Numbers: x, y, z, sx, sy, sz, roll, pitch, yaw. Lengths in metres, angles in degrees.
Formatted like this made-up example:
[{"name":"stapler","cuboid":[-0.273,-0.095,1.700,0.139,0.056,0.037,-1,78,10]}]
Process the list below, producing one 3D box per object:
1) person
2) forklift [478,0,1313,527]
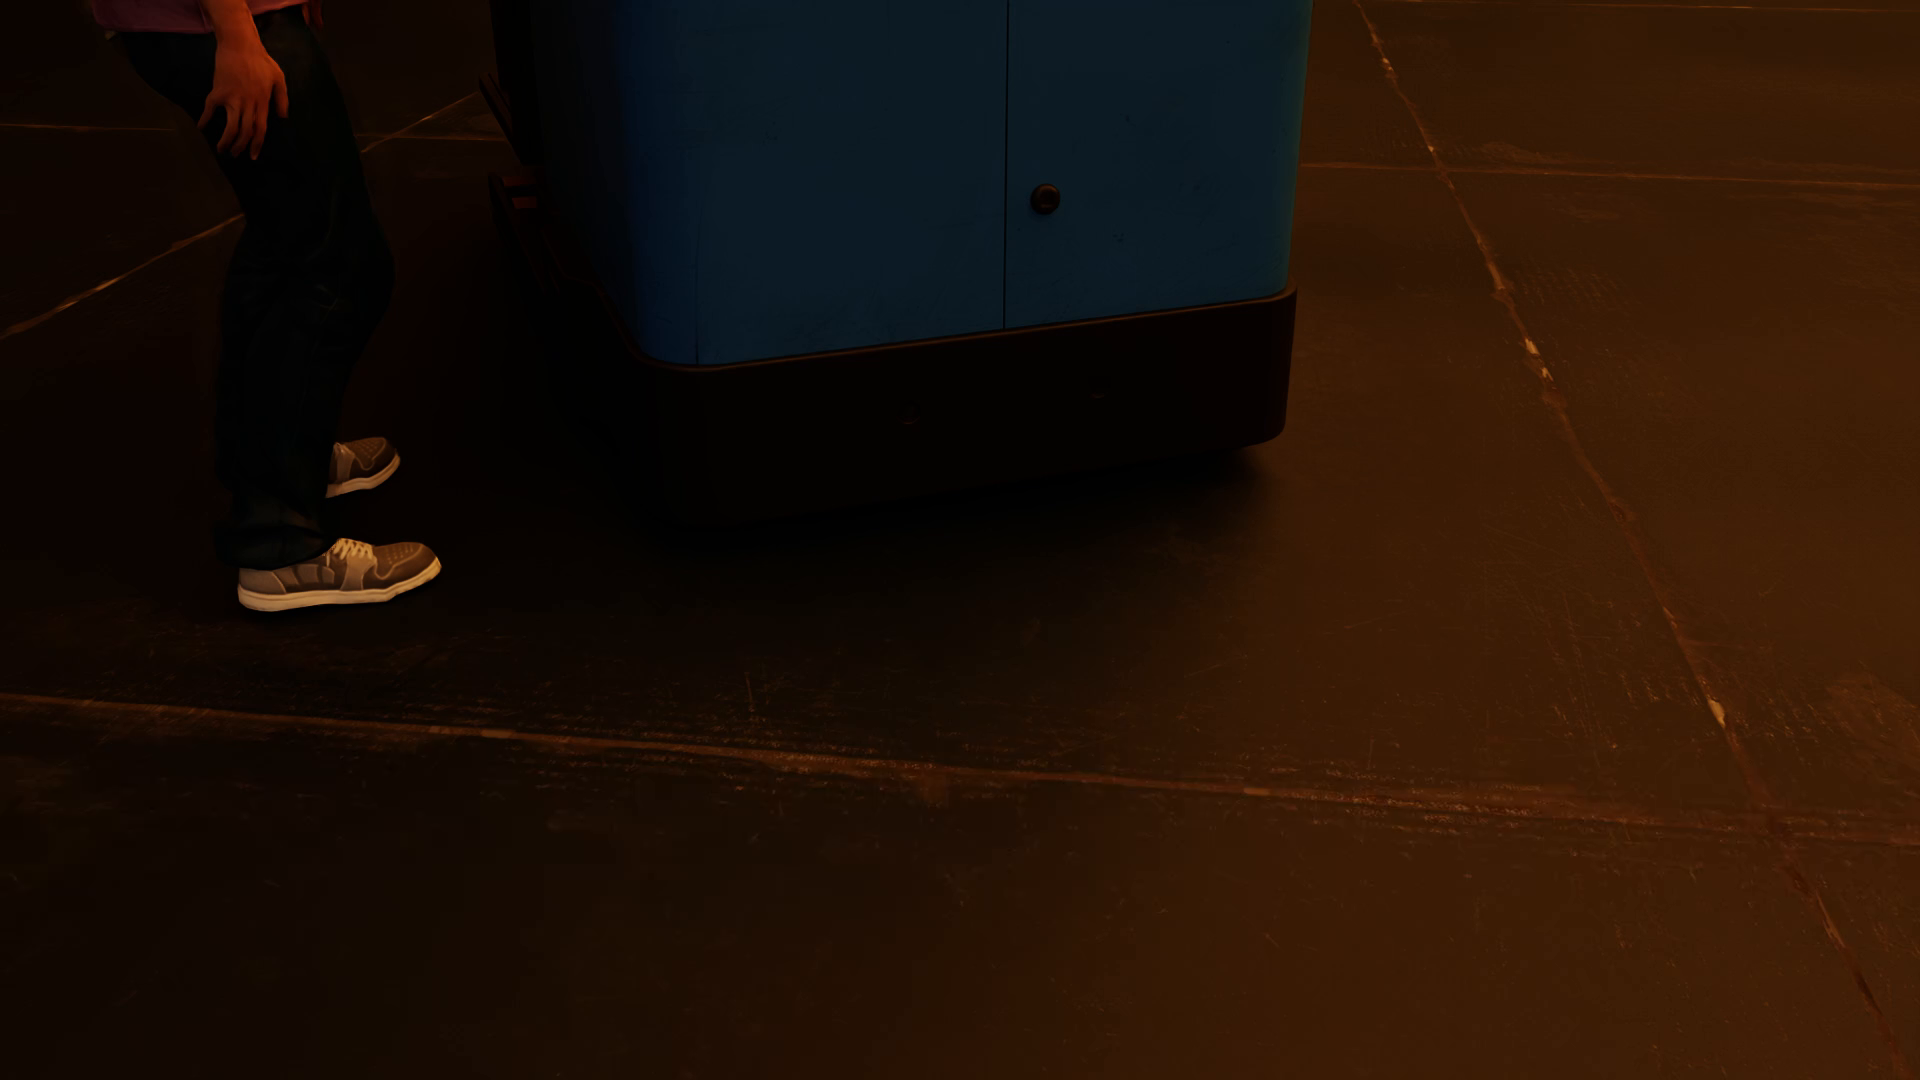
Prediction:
[{"name":"person","cuboid":[-0.911,-0.674,2.092,0.324,1.574,0.654,-10,28,-19]},{"name":"forklift","cuboid":[-0.453,-1.967,3.159,1.130,2.935,3.031,-9,28,-18]}]
